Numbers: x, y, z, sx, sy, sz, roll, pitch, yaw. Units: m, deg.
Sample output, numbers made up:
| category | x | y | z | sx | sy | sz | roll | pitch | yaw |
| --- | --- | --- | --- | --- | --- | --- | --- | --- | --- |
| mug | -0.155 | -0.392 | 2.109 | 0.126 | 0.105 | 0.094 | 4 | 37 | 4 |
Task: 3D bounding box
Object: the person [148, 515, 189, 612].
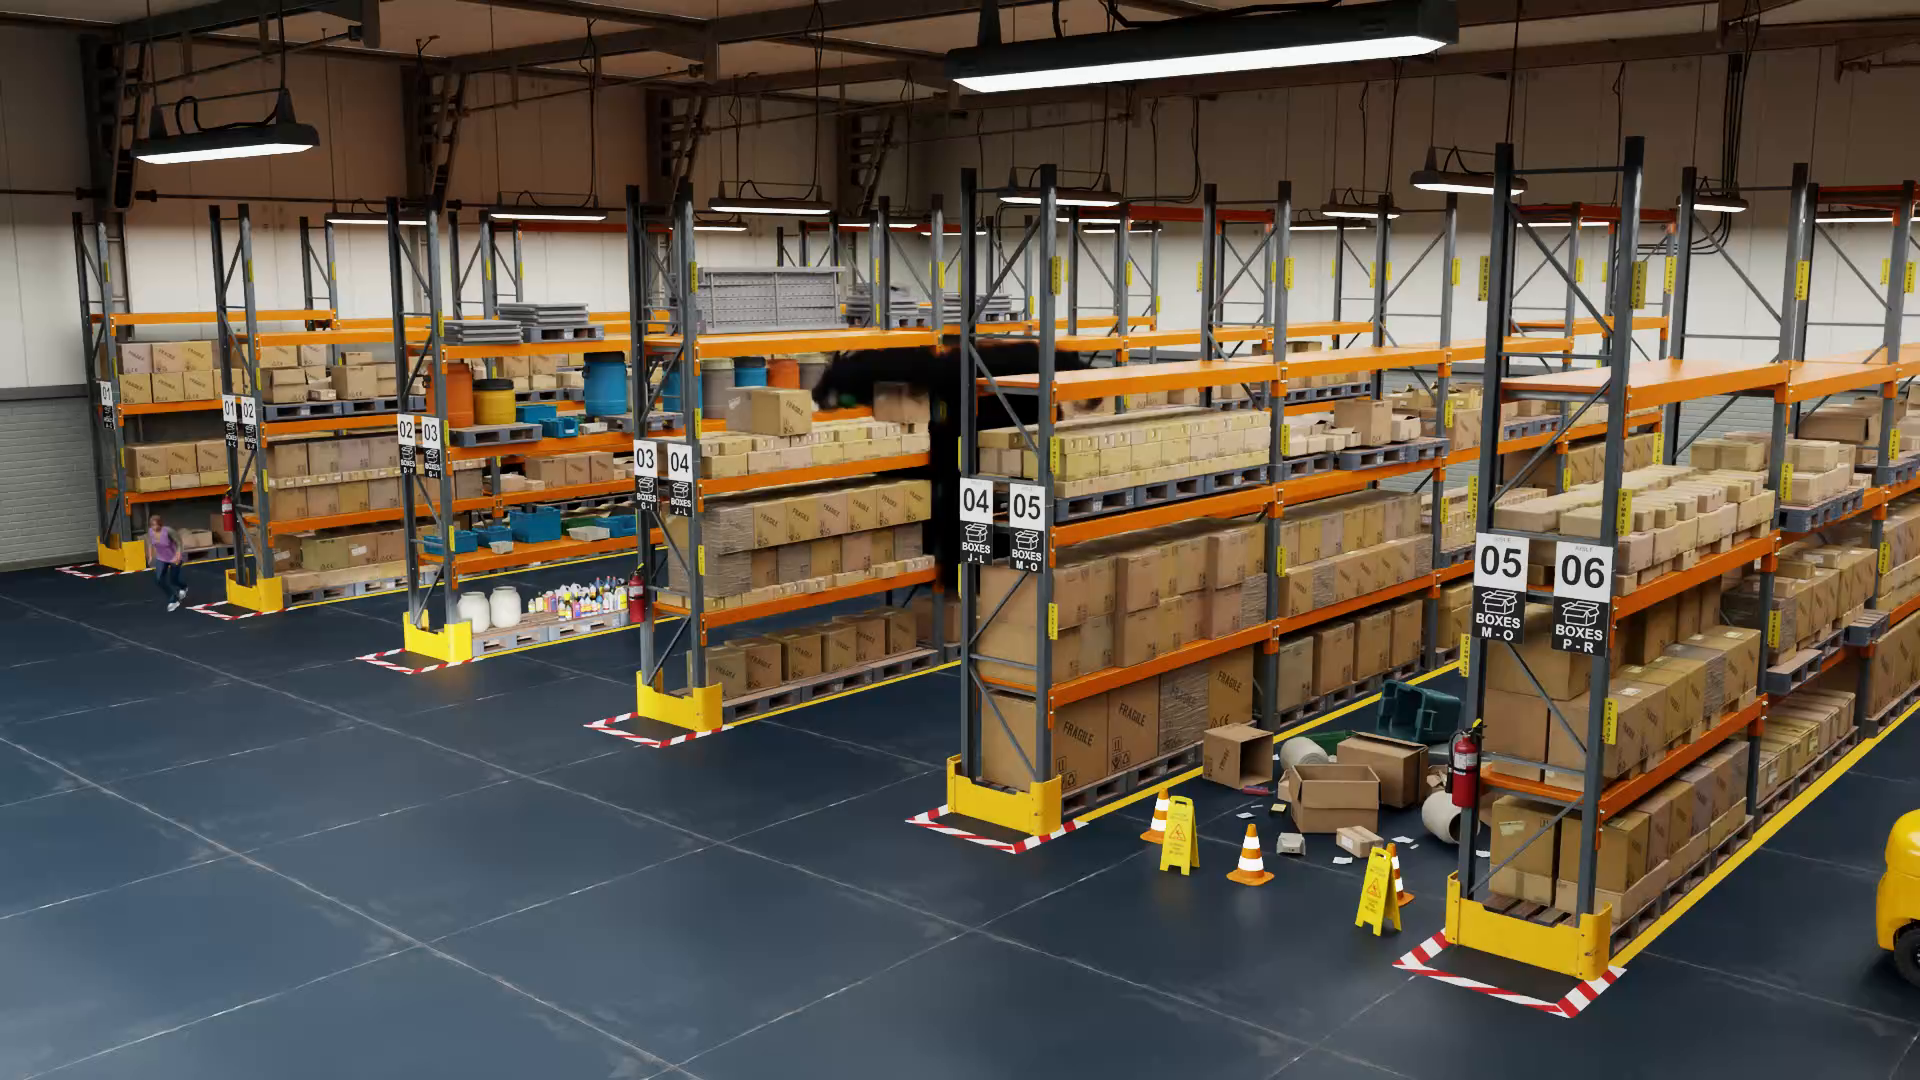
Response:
| category | x | y | z | sx | sy | sz | roll | pitch | yaw |
| --- | --- | --- | --- | --- | --- | --- | --- | --- | --- |
| person | -11.903 | 0.333 | 25.081 | 0.510 | 1.428 | 0.921 | 0 | 9 | 2 |
